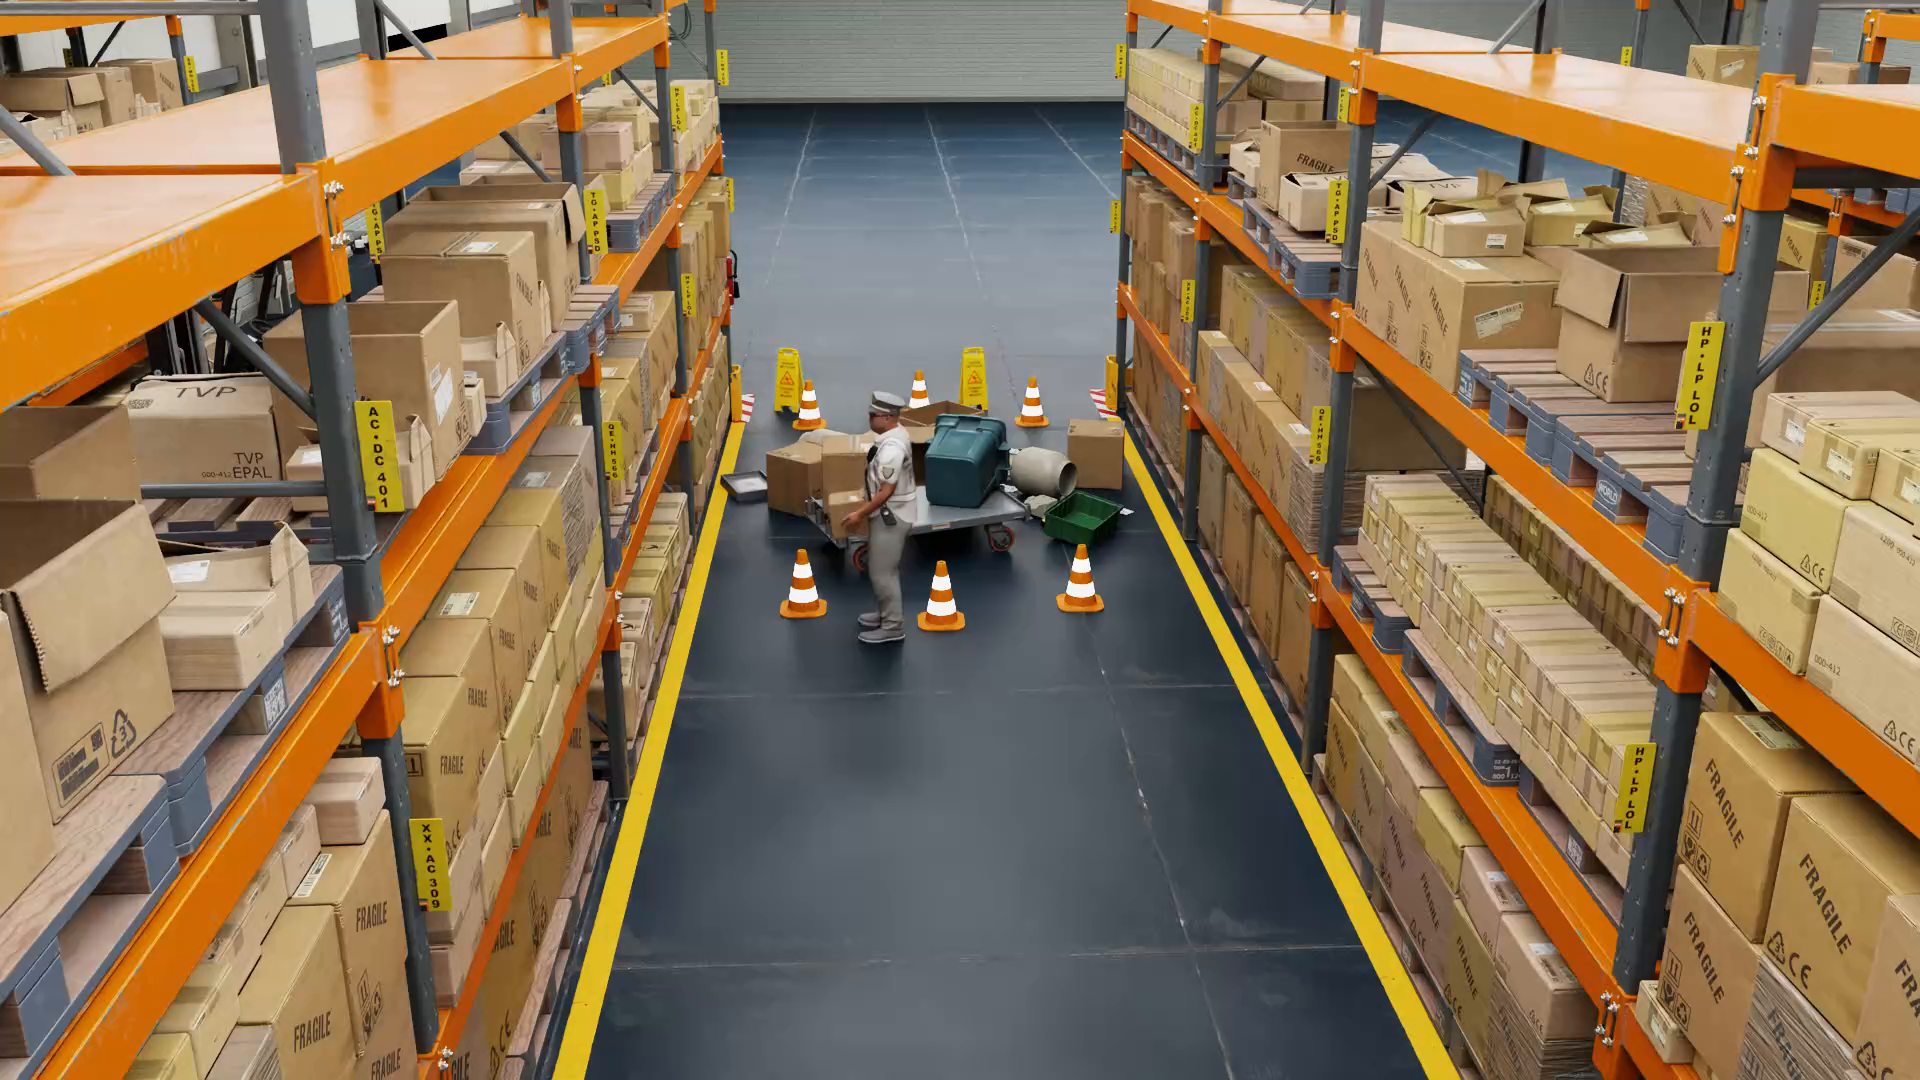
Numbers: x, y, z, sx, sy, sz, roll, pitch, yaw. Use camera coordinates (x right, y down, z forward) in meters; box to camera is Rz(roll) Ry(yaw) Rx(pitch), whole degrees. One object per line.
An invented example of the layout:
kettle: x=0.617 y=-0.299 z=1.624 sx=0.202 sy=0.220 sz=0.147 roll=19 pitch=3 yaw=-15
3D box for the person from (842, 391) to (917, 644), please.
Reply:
person: x=-0.557 y=-0.171 z=11.493 sx=0.509 sy=1.772 sz=0.530 roll=-1 pitch=20 yaw=-4
